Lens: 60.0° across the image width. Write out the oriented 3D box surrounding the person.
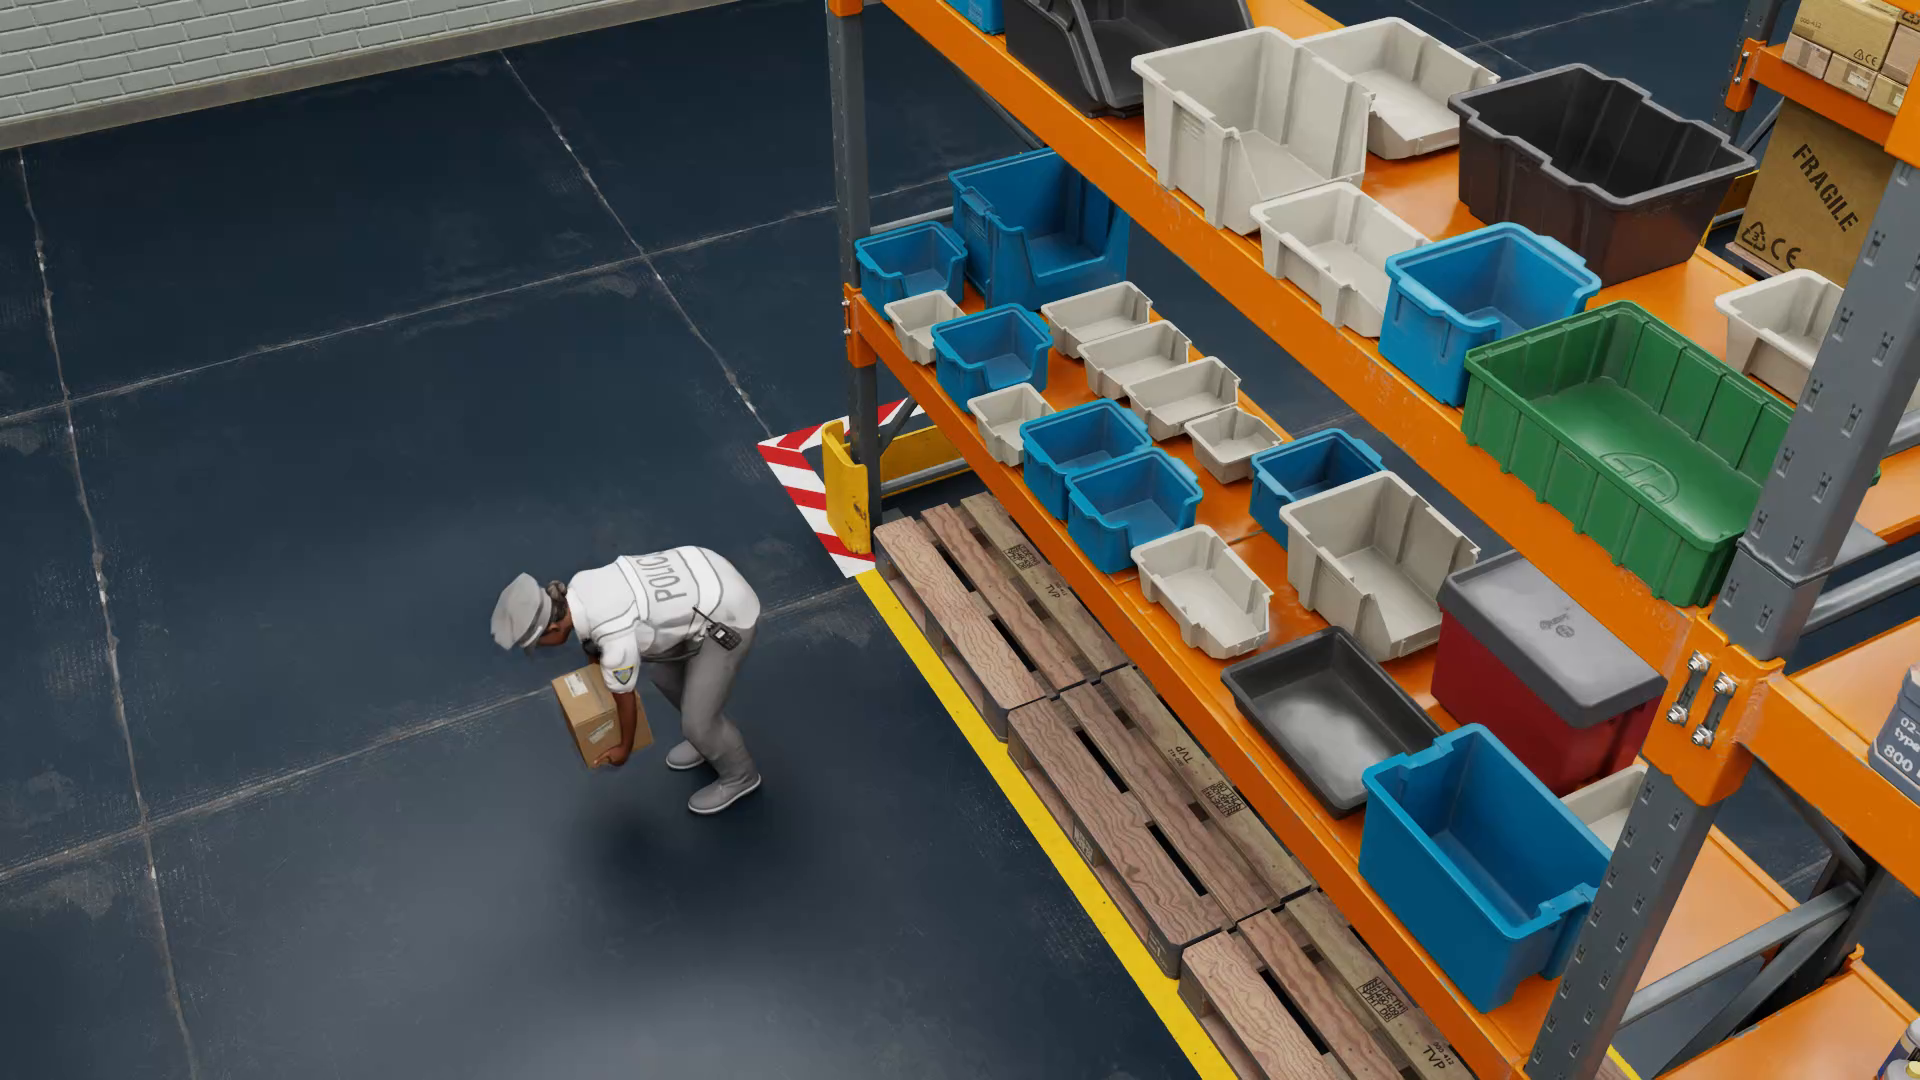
[{"bbox_3d":[-1.146,0.514,5.944,0.920,1.238,0.417,-20,45,-21],"label":"person"}]
